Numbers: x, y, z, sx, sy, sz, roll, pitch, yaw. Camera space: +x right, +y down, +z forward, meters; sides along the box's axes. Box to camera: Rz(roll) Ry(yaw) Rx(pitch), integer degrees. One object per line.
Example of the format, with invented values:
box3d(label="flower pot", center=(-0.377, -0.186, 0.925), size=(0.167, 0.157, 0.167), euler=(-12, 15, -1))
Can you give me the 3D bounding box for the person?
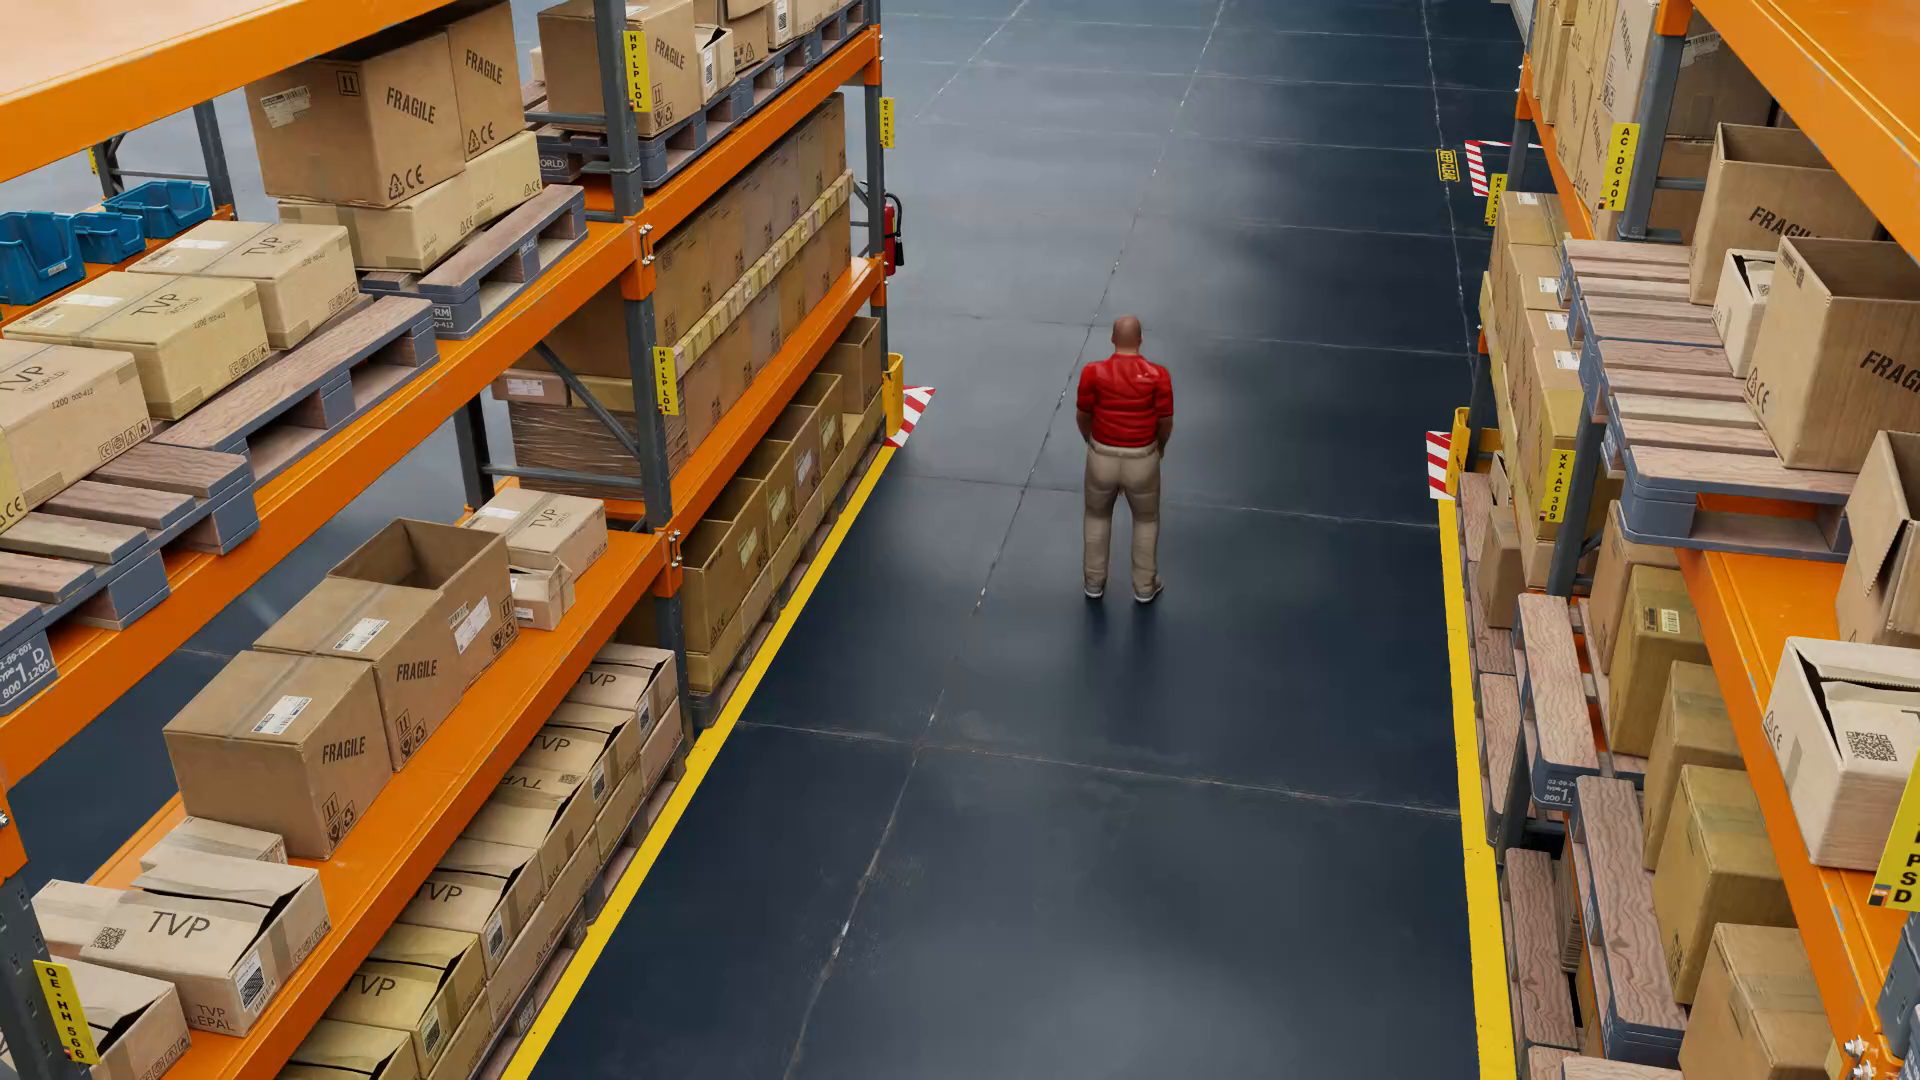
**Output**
box3d(label="person", center=(0.921, -0.457, 9.472), size=(0.592, 1.726, 0.388), euler=(5, 29, 10))
